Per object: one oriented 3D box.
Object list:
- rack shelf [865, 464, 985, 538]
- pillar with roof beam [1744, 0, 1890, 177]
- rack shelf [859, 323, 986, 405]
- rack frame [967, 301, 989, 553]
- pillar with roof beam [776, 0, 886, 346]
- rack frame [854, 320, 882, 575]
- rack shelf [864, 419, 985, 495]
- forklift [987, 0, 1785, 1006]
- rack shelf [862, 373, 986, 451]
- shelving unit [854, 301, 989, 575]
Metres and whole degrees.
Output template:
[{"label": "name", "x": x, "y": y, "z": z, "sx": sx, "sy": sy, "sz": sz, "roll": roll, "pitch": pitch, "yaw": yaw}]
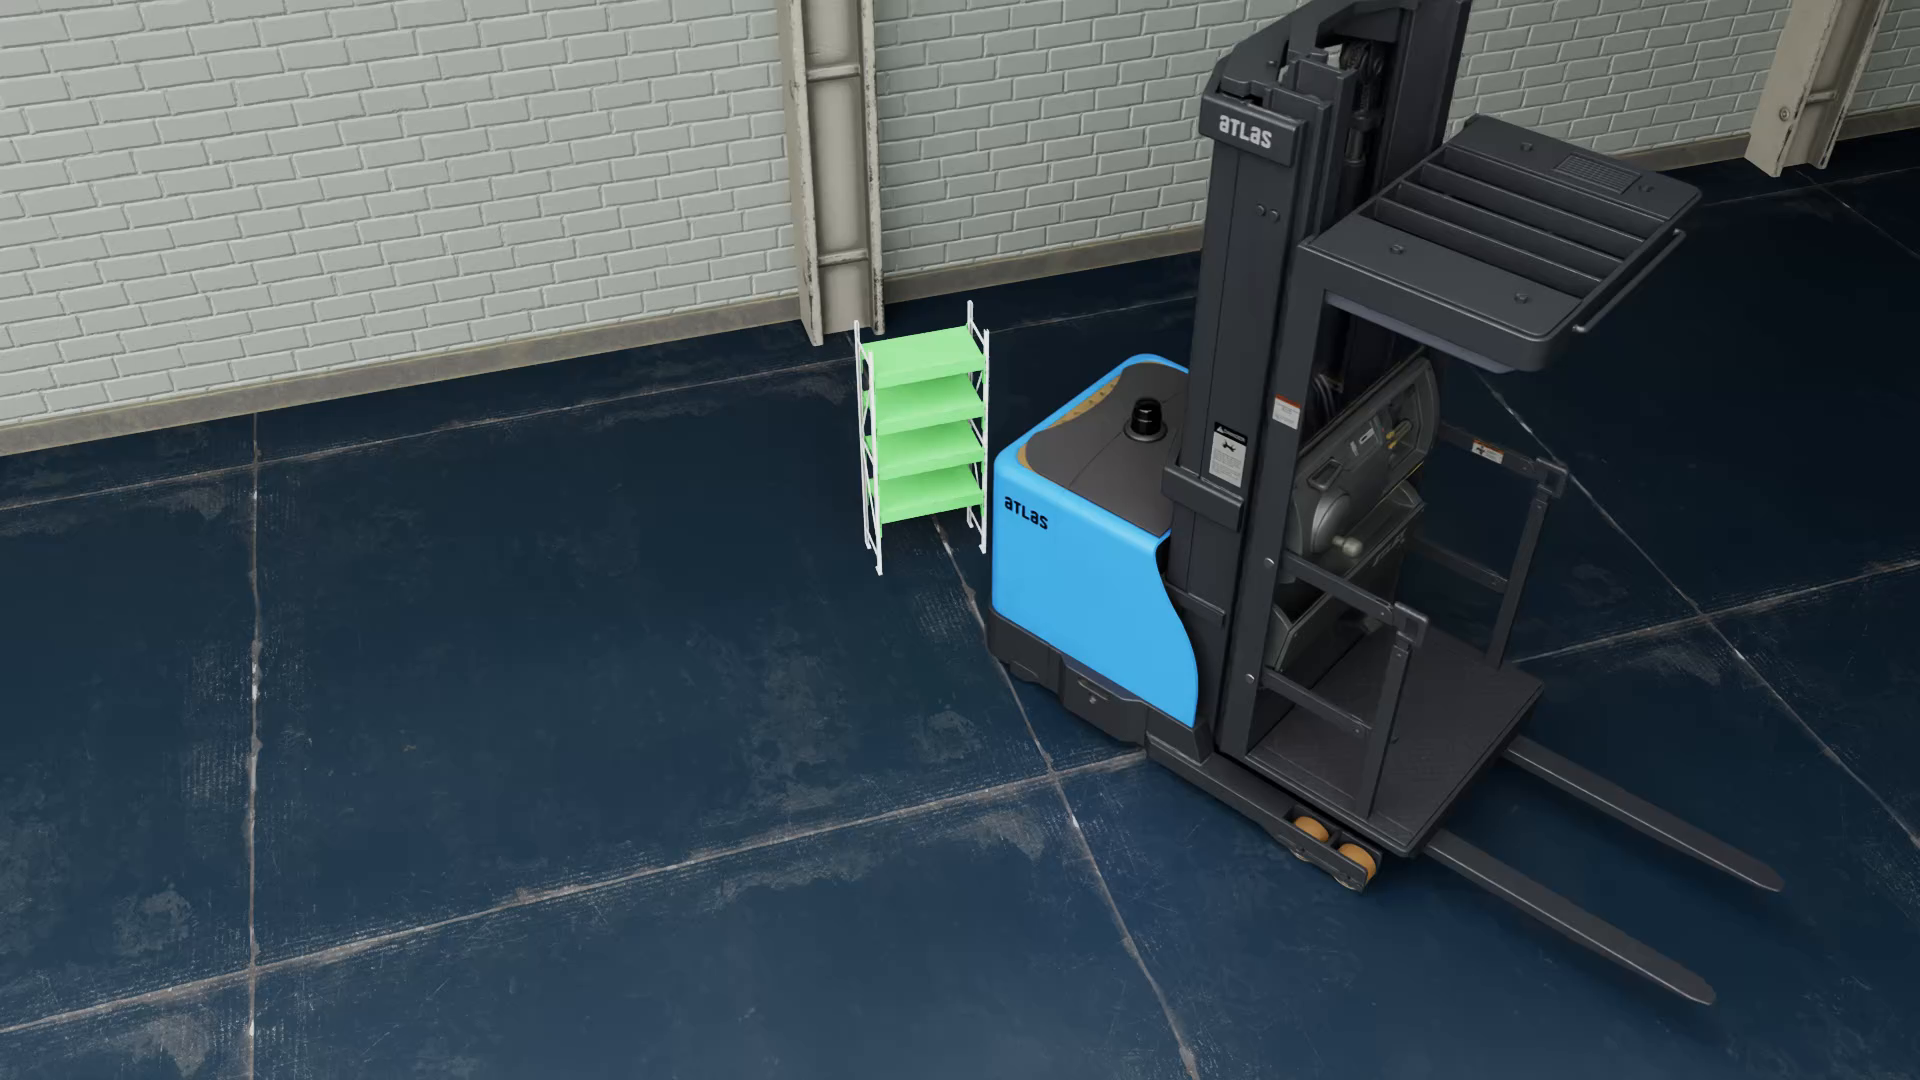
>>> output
[{"label": "rack shelf", "x": -0.158, "y": -0.190, "z": 7.367, "sx": 0.480, "sy": 0.148, "sz": 0.258, "roll": -12, "pitch": 42, "yaw": -13}, {"label": "pillar with roof beam", "x": 6.385, "y": -3.031, "z": 4.229, "sx": 0.400, "sy": 9.000, "sz": 9.100, "roll": -12, "pitch": 42, "yaw": -13}, {"label": "rack shelf", "x": -0.158, "y": -0.732, "z": 6.894, "sx": 0.480, "sy": 0.148, "sz": 0.258, "roll": -12, "pitch": 42, "yaw": -13}, {"label": "rack frame", "x": 0.075, "y": -0.467, "z": 7.223, "sx": 0.015, "sy": 1.200, "sz": 0.240, "roll": -12, "pitch": 42, "yaw": -13}, {"label": "pillar with roof beam", "x": 0.662, "y": -1.845, "z": 2.872, "sx": 0.400, "sy": 9.000, "sz": 9.100, "roll": -12, "pitch": 42, "yaw": -13}, {"label": "rack frame", "x": -0.391, "y": -0.371, "z": 7.112, "sx": 0.015, "sy": 1.200, "sz": 0.240, "roll": -12, "pitch": 42, "yaw": -13}, {"label": "rack shelf", "x": -0.158, "y": -0.371, "z": 7.209, "sx": 0.480, "sy": 0.148, "sz": 0.258, "roll": -12, "pitch": 42, "yaw": -13}, {"label": "forklift", "x": 1.557, "y": -0.215, "z": 5.618, "sx": 3.031, "sy": 2.935, "sz": 1.130, "roll": 30, "pitch": 49, "yaw": 30}, {"label": "rack shelf", "x": -0.158, "y": -0.552, "z": 7.051, "sx": 0.480, "sy": 0.148, "sz": 0.258, "roll": -12, "pitch": 42, "yaw": -13}, {"label": "shelving unit", "x": -0.158, "y": -0.419, "z": 7.167, "sx": 0.503, "sy": 1.200, "sz": 0.258, "roll": -12, "pitch": 42, "yaw": -13}]
